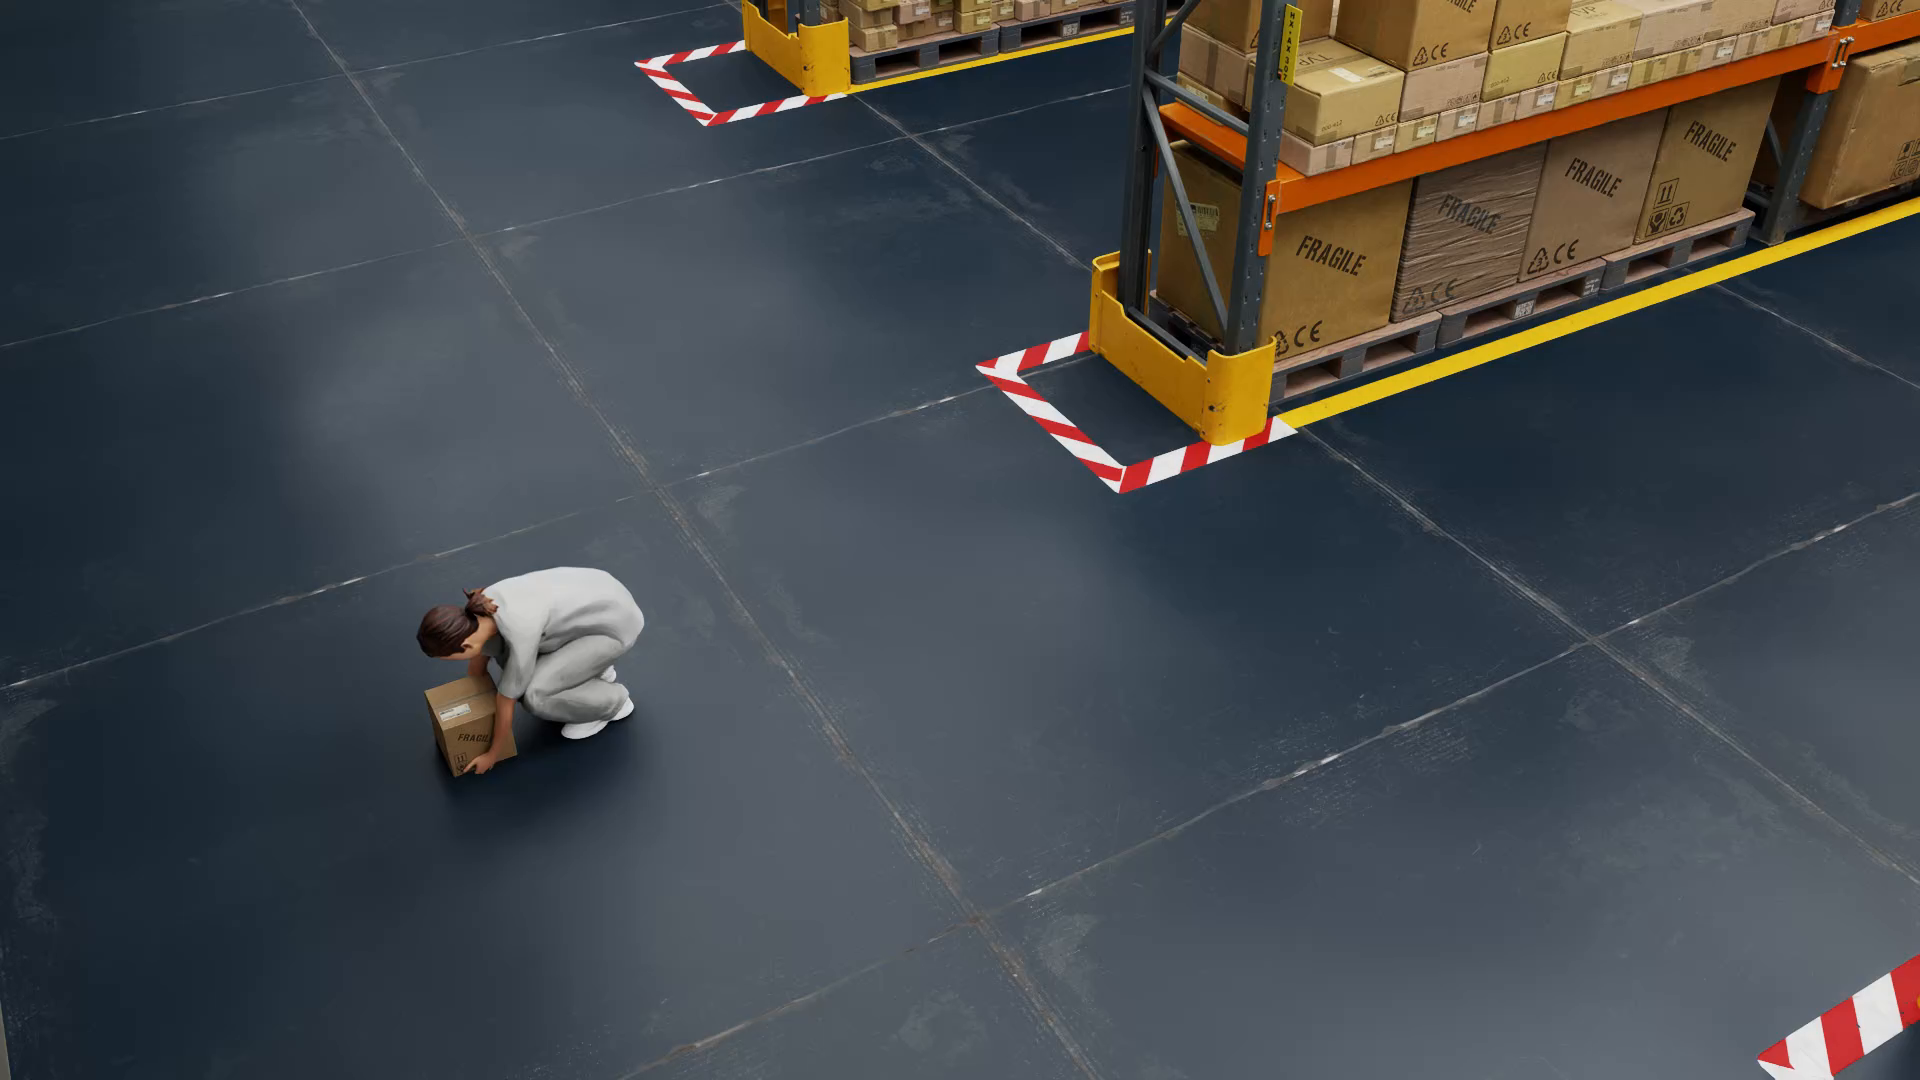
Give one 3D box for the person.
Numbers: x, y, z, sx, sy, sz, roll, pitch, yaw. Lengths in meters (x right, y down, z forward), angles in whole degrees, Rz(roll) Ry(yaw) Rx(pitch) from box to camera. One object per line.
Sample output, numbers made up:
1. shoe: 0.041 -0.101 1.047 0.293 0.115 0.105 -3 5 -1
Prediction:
1. person: -1.622 0.449 6.392 0.837 0.803 0.472 -20 41 -24
